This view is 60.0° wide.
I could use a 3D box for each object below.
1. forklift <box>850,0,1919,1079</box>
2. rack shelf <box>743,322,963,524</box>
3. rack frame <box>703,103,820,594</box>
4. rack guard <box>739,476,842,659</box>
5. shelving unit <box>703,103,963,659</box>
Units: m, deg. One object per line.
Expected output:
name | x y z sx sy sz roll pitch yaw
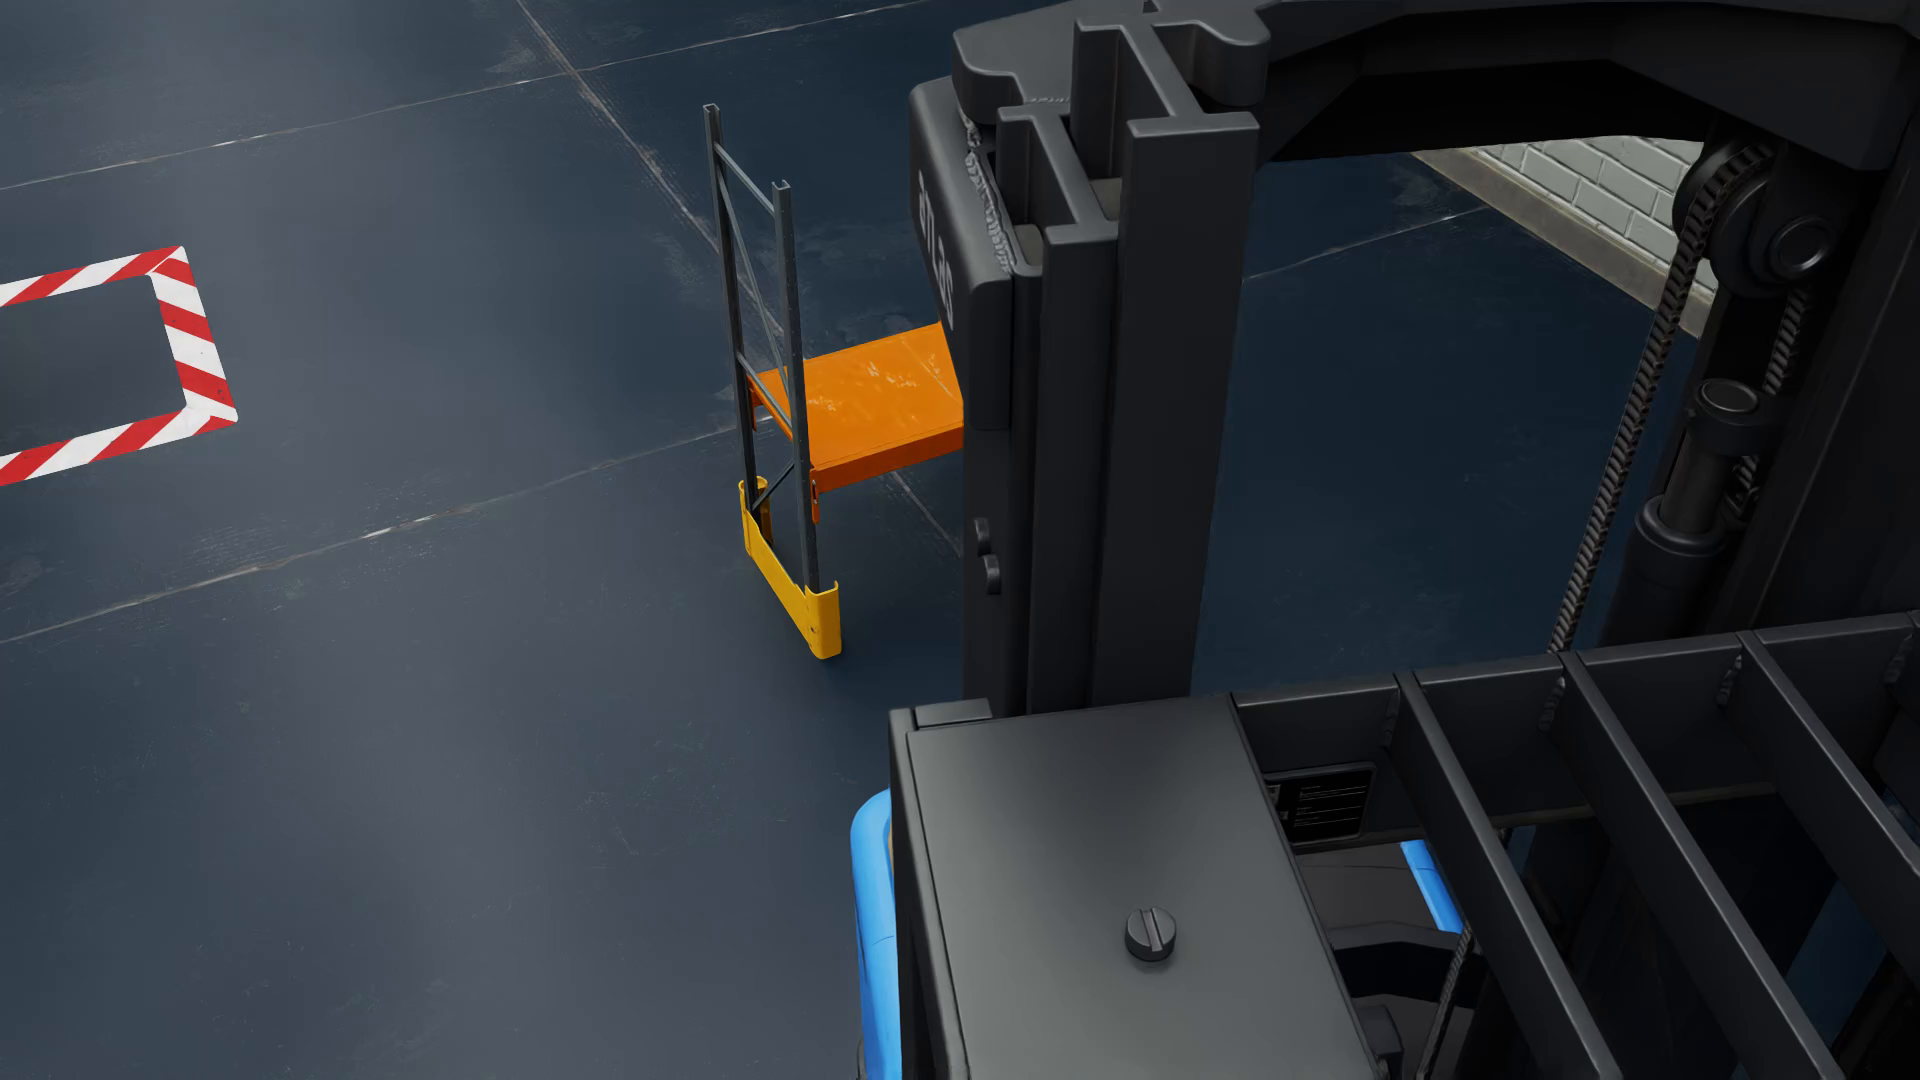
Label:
forklift | 0.528 1.049 1.742 1.130 2.935 3.031 -6 41 -7
rack shelf | -0.076 -0.410 4.852 1.000 0.185 0.538 -19 44 -21
rack frame | -0.527 -0.395 4.556 0.032 1.500 0.500 -19 44 -21
rack guard | -0.509 0.076 4.967 0.087 0.250 0.587 -19 44 -21
shelving unit | -0.068 -0.550 4.739 1.083 1.500 0.587 -19 44 -21
